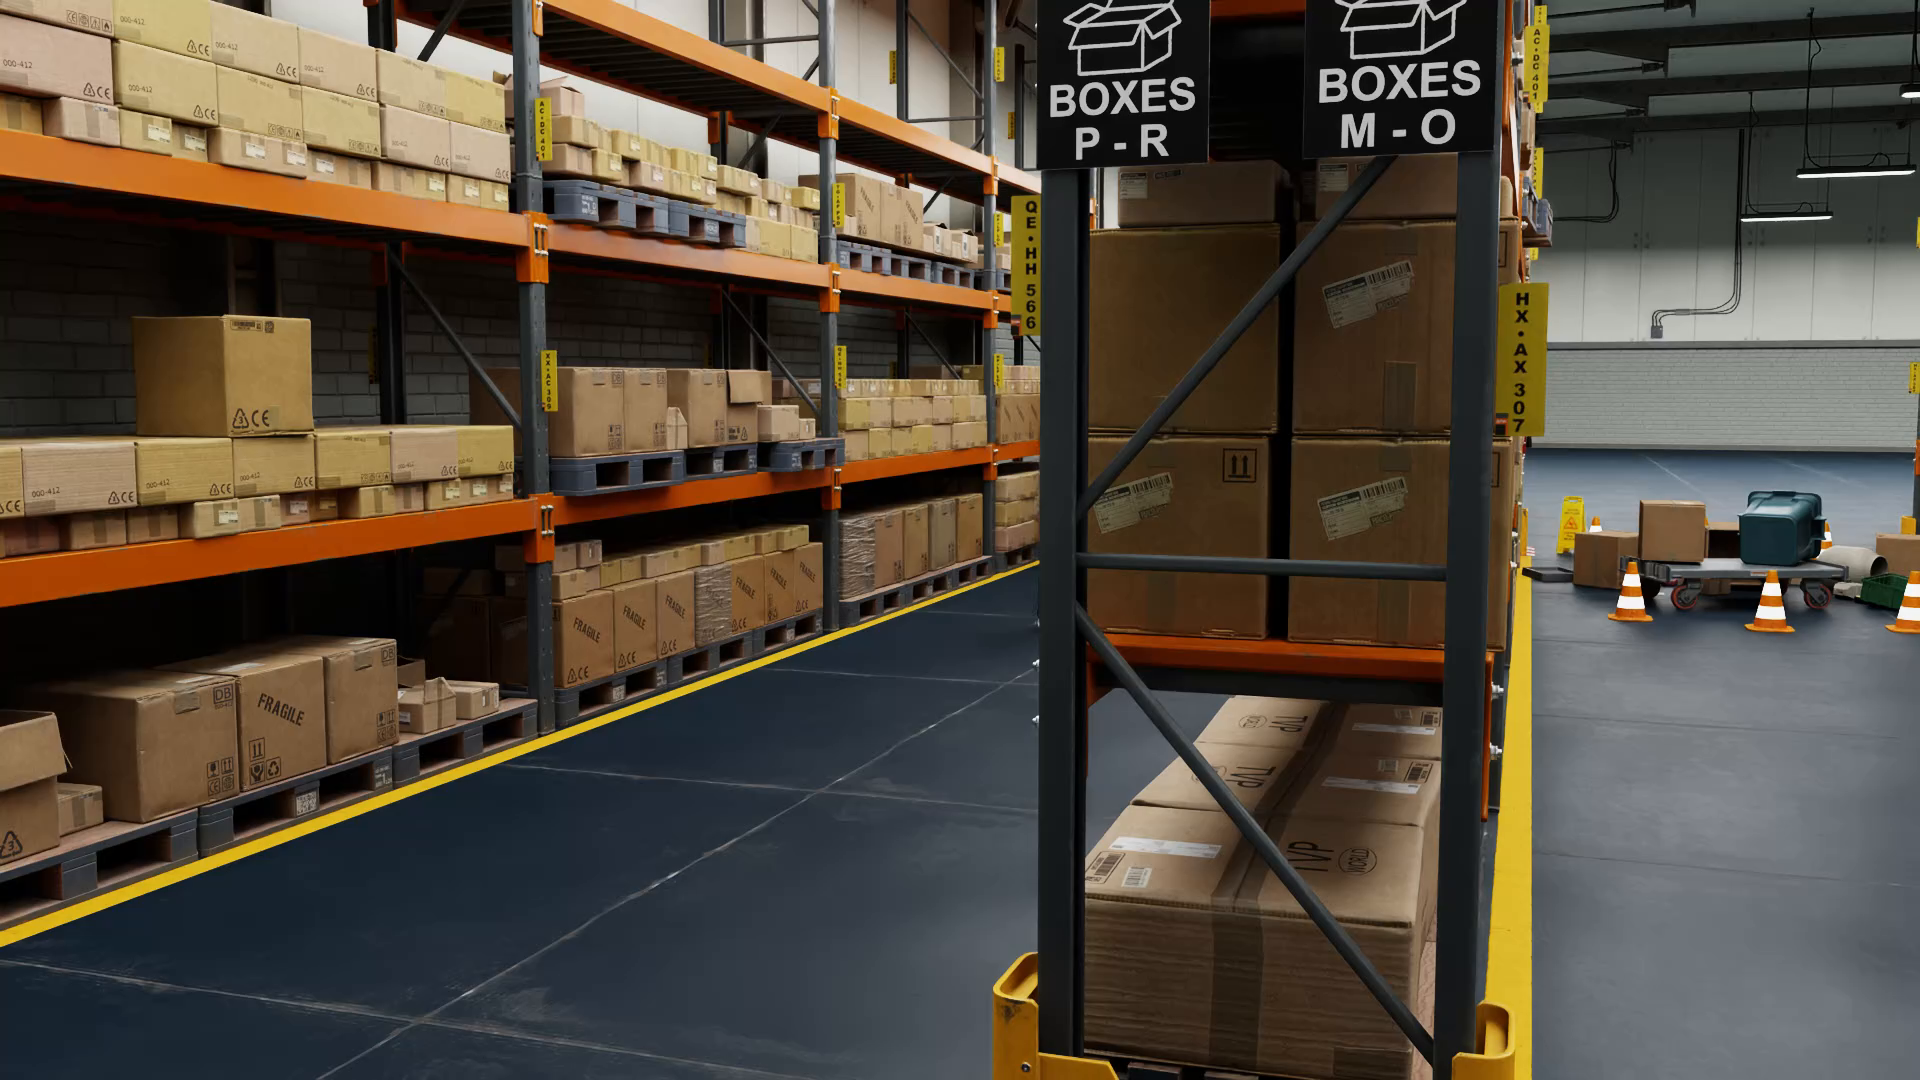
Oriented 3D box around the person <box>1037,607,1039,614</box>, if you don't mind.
[{"bbox_3d":[1.019,-0.099,12.979,0.917,1.545,0.442,-2,6,-19],"label":"person"}]
